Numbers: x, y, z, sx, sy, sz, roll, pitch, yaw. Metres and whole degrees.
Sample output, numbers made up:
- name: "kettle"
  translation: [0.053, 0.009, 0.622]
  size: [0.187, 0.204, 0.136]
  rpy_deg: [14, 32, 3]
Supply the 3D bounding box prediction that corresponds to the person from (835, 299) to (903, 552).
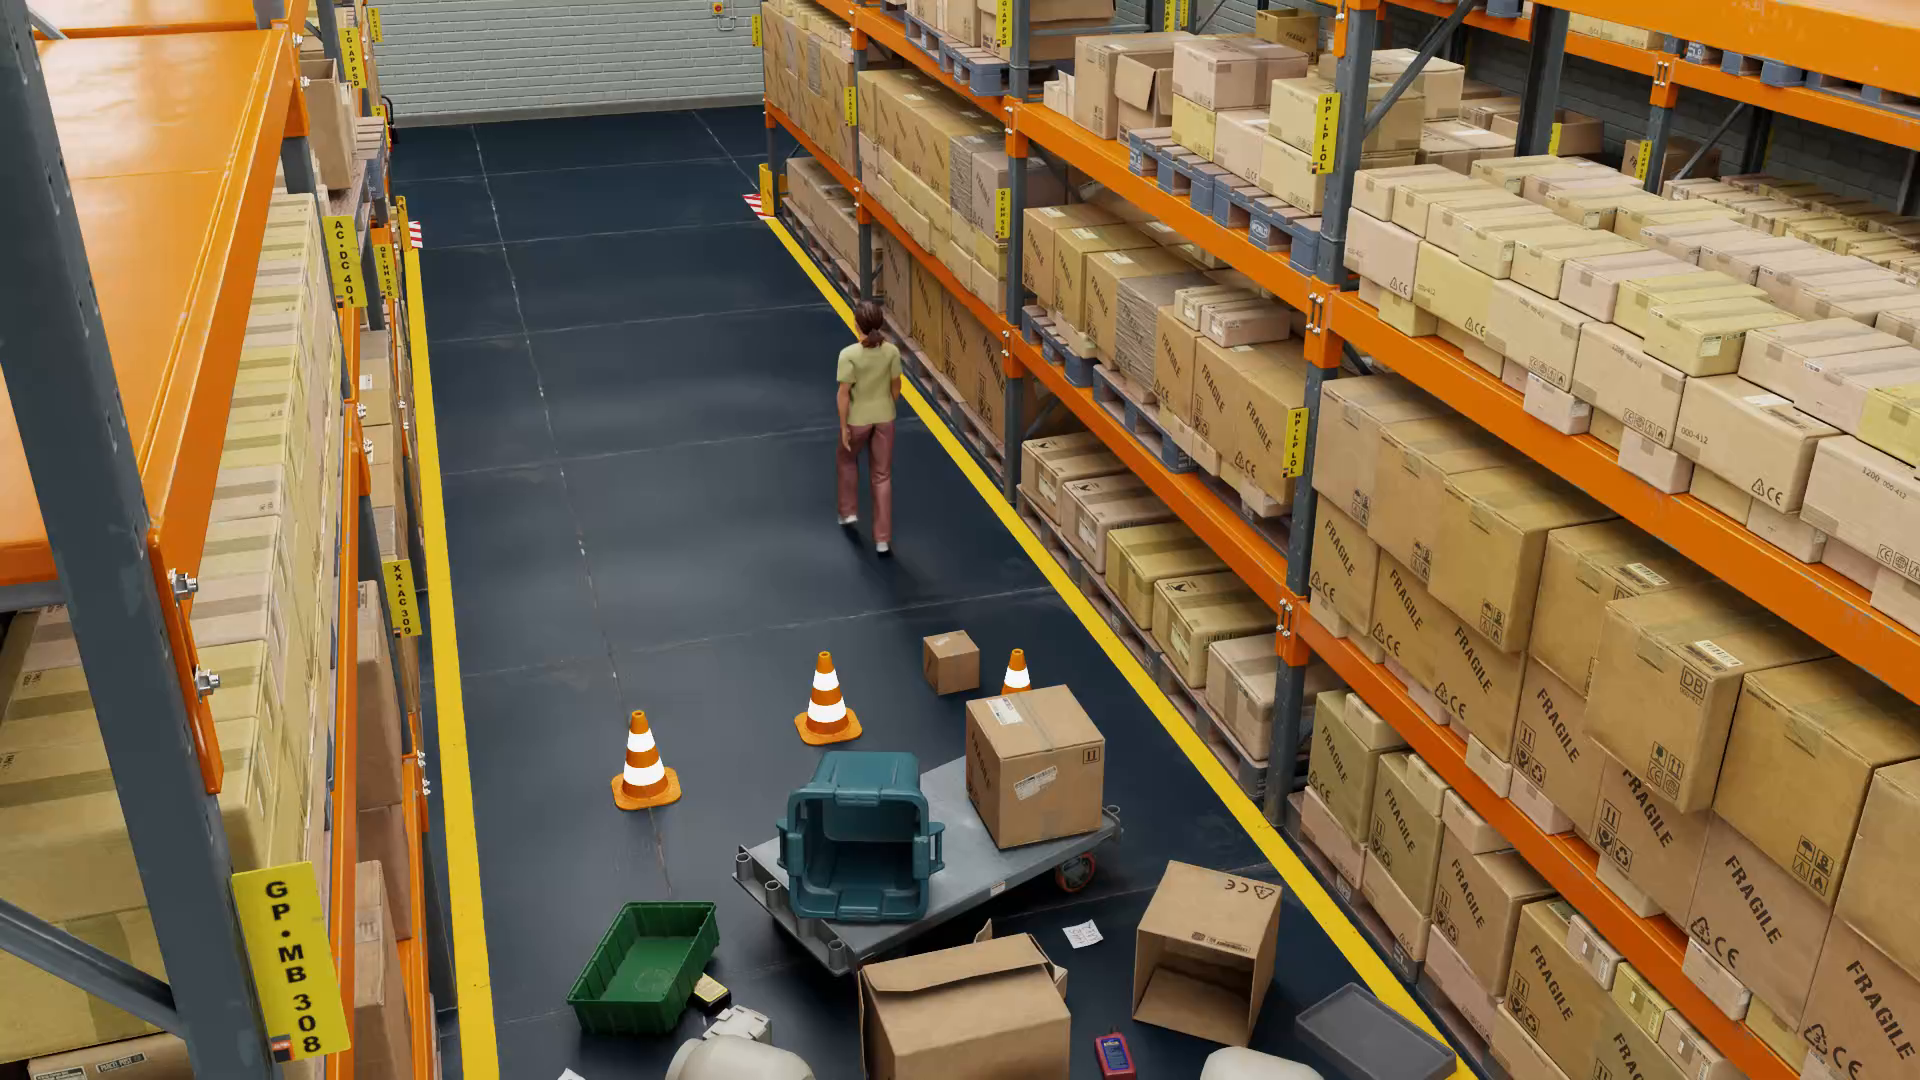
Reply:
- name: "person"
  translation: [-0.605, -0.751, 10.921]
  size: [0.459, 1.673, 0.722]
  rpy_deg: [-7, 27, -14]
